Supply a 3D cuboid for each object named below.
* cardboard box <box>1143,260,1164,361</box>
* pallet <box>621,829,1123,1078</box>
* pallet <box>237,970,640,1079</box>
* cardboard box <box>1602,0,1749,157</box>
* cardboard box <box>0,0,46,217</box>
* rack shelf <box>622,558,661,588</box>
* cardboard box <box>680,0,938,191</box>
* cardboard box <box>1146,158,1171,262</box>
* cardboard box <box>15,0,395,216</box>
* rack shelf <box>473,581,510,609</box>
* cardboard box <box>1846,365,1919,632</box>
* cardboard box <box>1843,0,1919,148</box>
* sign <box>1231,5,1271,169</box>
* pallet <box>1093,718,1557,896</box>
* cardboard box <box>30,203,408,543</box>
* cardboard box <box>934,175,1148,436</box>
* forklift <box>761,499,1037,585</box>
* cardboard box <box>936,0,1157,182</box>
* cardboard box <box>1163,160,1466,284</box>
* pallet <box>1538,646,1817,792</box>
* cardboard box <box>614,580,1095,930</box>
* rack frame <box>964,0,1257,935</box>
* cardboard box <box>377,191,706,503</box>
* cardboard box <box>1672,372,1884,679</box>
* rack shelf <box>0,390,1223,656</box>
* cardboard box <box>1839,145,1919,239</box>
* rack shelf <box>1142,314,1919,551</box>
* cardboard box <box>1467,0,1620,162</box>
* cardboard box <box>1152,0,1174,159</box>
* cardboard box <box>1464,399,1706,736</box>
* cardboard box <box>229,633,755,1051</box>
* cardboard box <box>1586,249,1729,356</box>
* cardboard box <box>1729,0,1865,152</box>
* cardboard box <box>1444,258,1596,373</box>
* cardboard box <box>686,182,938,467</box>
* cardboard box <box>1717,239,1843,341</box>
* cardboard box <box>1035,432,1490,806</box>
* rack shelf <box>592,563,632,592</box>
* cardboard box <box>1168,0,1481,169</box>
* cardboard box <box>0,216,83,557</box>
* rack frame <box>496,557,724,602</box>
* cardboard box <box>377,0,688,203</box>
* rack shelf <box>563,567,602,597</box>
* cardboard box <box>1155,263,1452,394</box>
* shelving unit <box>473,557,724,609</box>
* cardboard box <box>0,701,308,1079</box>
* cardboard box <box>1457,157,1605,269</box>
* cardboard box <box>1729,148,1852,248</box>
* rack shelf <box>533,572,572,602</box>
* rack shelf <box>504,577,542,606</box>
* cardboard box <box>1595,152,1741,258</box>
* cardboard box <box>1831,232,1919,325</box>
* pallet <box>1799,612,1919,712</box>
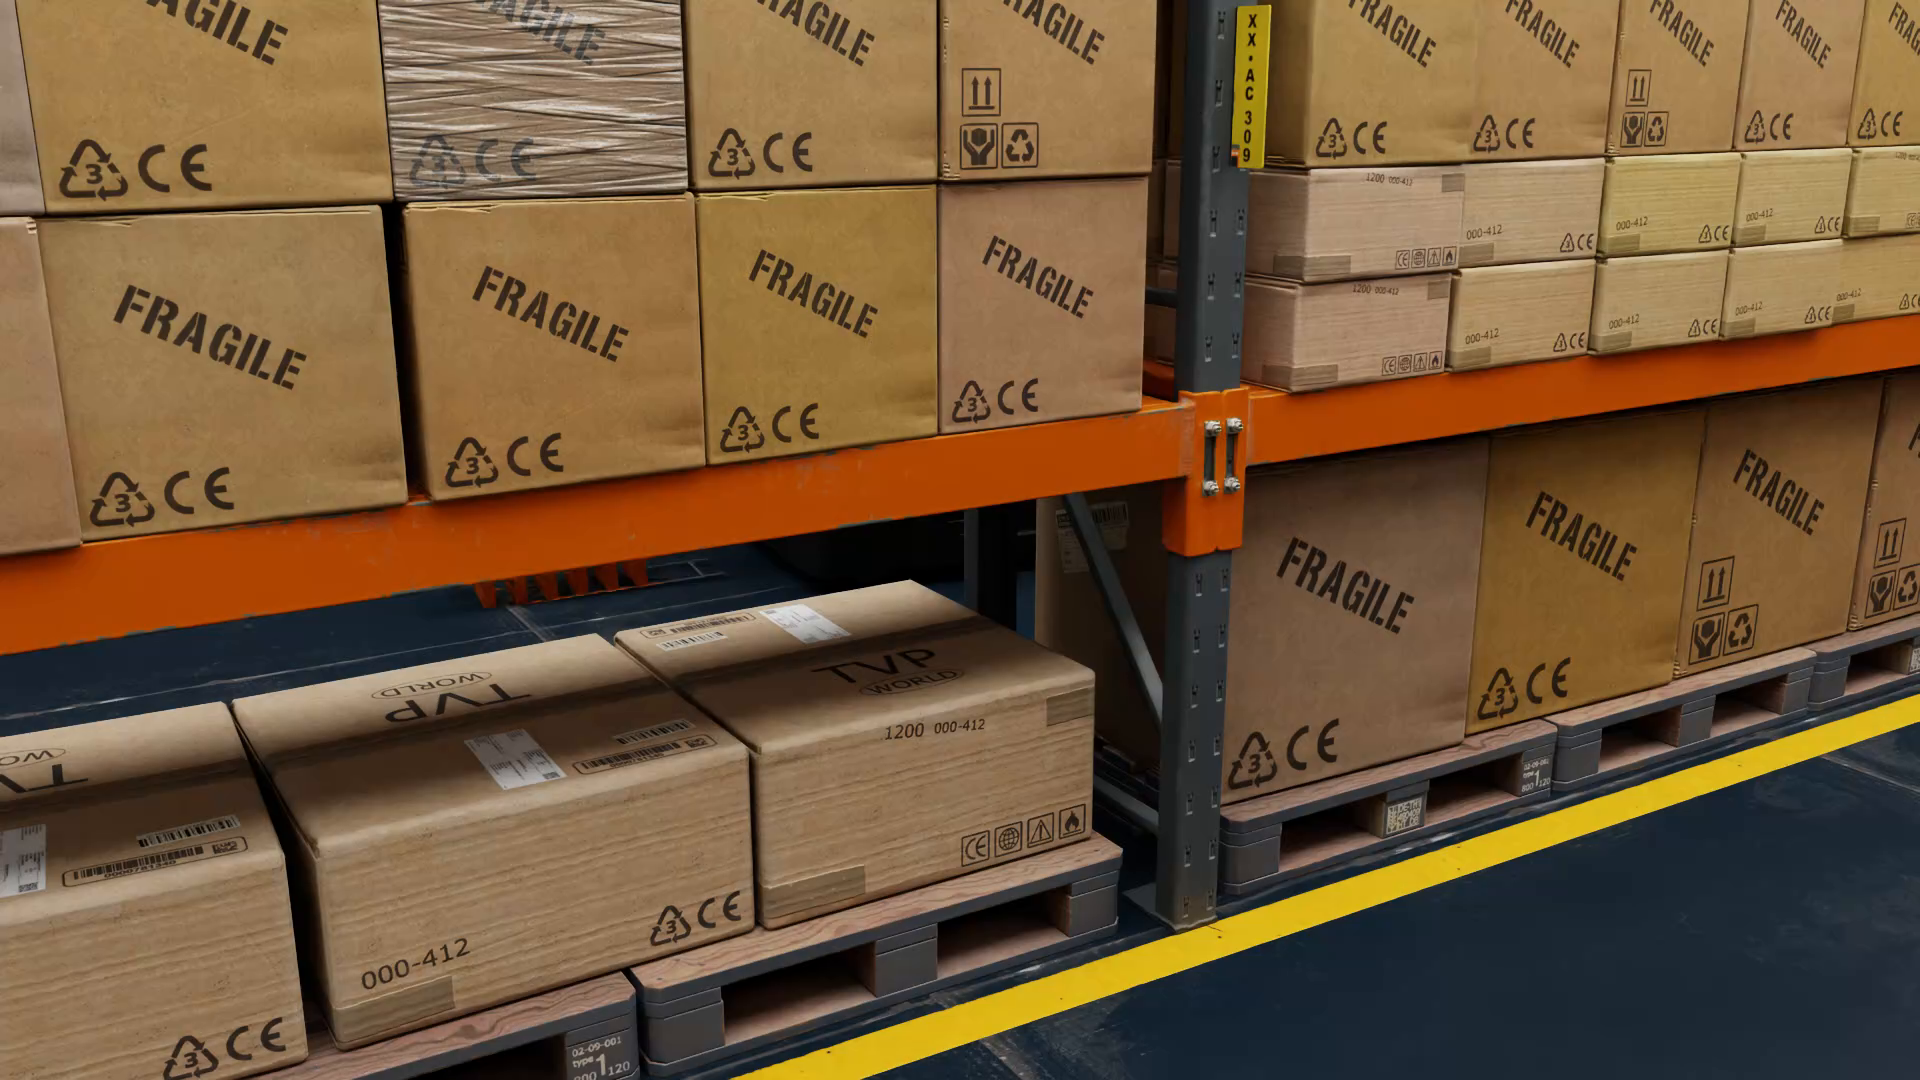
[{"bbox_3d":[0.573,-0.664,4.498,0.500,0.250,0.500,-10,18,-31],"label":"cardboard box"},{"bbox_3d":[-0.374,0.815,4.112,1.213,0.211,1.003,-9,18,-30],"label":"pallet"},{"bbox_3d":[-1.421,0.986,3.503,1.213,0.211,1.003,-9,18,-30],"label":"pallet"},{"bbox_3d":[1.696,-1.286,4.402,0.500,0.500,0.500,-10,18,-31],"label":"cardboard box"},{"bbox_3d":[-1.676,-0.737,2.442,0.500,0.500,0.500,-9,18,-30],"label":"cardboard box"},{"bbox_3d":[-1.309,0.066,6.785,0.103,0.180,0.258,-9,19,-24],"label":"rack shelf"},{"bbox_3d":[-0.383,-0.947,3.192,0.500,0.500,0.500,-10,18,-31],"label":"cardboard box"},{"bbox_3d":[0.571,-0.901,4.420,0.500,0.250,0.500,-9,18,-30],"label":"cardboard box"},{"bbox_3d":[-1.249,-0.806,2.690,0.500,0.500,0.500,-9,18,-29],"label":"cardboard box"},{"bbox_3d":[-1.853,0.151,6.546,0.103,0.180,0.258,-9,19,-24],"label":"rack shelf"},{"bbox_3d":[3.112,-0.274,5.987,0.875,0.875,0.875,-9,18,-30],"label":"cardboard box"},{"bbox_3d":[2.574,-1.428,4.908,0.500,0.500,0.500,-9,18,-30],"label":"cardboard box"},{"bbox_3d":[0.605,-0.942,3.463,0.005,0.325,0.100,-9,18,-30],"label":"sign"},{"bbox_3d":[0.941,0.603,4.869,1.213,0.211,1.003,-9,18,-30],"label":"pallet"},{"bbox_3d":[-1.266,-0.325,2.825,0.500,0.500,0.500,-9,18,-28],"label":"cardboard box"},{"bbox_3d":[0.052,-0.540,3.593,0.500,0.500,0.500,-9,18,-29],"label":"cardboard box"},{"bbox_3d":[0.562,-1.484,7.274,3.031,2.935,1.130,-7,17,-25],"label":"forklift"},{"bbox_3d":[0.056,-1.015,3.437,0.500,0.500,0.500,-9,18,-30],"label":"cardboard box"},{"bbox_3d":[0.840,-0.780,3.986,0.500,0.250,0.500,-10,18,-31],"label":"cardboard box"},{"bbox_3d":[1.987,0.432,5.478,1.213,0.211,1.003,-9,18,-30],"label":"pallet"},{"bbox_3d":[-0.276,0.479,4.114,0.875,0.438,0.875,-10,18,-31],"label":"cardboard box"},{"bbox_3d":[0.318,-0.615,4.048,0.127,3.000,1.000,-9,18,-30],"label":"rack frame"},{"bbox_3d":[-0.810,-0.394,3.072,0.500,0.500,0.500,-10,18,-31],"label":"cardboard box"},{"bbox_3d":[2.345,-0.151,5.549,0.875,0.875,0.875,-9,18,-29],"label":"cardboard box"},{"bbox_3d":[-1.396,0.009,3.153,4.000,0.370,1.077,-9,18,-30],"label":"rack shelf"},{"bbox_3d":[2.596,-1.066,5.006,0.500,0.250,0.500,-10,18,-31],"label":"cardboard box"},{"bbox_3d":[2.032,-0.547,5.137,4.000,0.370,1.077,-9,18,-30],"label":"rack shelf"},{"bbox_3d":[1.265,-1.217,4.155,0.500,0.500,0.500,-9,18,-30],"label":"cardboard box"},{"bbox_3d":[0.572,-1.265,4.328,0.500,0.500,0.500,-9,18,-28],"label":"cardboard box"},{"bbox_3d":[1.578,-0.027,5.106,0.875,0.875,0.875,-9,18,-28],"label":"cardboard box"},{"bbox_3d":[-1.043,0.603,3.670,0.875,0.438,0.875,-10,18,-31],"label":"cardboard box"},{"bbox_3d":[1.721,-0.683,4.567,0.500,0.250,0.500,-9,18,-30],"label":"cardboard box"},{"bbox_3d":[2.136,-1.359,4.664,0.500,0.500,0.500,-10,18,-31],"label":"cardboard box"},{"bbox_3d":[1.274,-0.616,4.326,0.500,0.250,0.500,-10,18,-31],"label":"cardboard box"},{"bbox_3d":[-0.386,-0.467,3.334,0.500,0.500,0.500,-10,18,-31],"label":"cardboard box"},{"bbox_3d":[2.155,-0.750,4.807,0.500,0.250,0.500,-10,18,-31],"label":"cardboard box"},{"bbox_3d":[0.808,0.101,4.651,0.875,0.875,0.875,-9,18,-28],"label":"cardboard box"},{"bbox_3d":[-1.418,0.083,6.737,0.103,0.180,0.258,-9,19,-24],"label":"rack shelf"},{"bbox_3d":[0.843,-1.140,3.880,0.500,0.500,0.500,-9,18,-29],"label":"cardboard box"},{"bbox_3d":[-1.687,-0.251,2.563,0.500,0.500,0.500,-9,18,-30],"label":"cardboard box"},{"bbox_3d":[-1.565,0.194,6.699,1.200,0.006,0.240,-9,19,-24],"label":"rack frame"},{"bbox_3d":[-0.815,-0.874,2.932,0.500,0.500,0.500,-9,18,-29],"label":"cardboard box"},{"bbox_3d":[-1.527,0.100,6.690,0.103,0.180,0.258,-9,19,-24],"label":"rack shelf"},{"bbox_3d":[0.831,-0.543,4.068,0.500,0.250,0.500,-10,18,-31],"label":"cardboard box"},{"bbox_3d":[-1.567,0.107,6.672,1.200,0.189,0.258,-9,19,-24],"label":"shelving unit"},{"bbox_3d":[-1.816,0.728,3.224,0.875,0.438,0.875,-9,18,-28],"label":"cardboard box"},{"bbox_3d":[1.273,-0.859,4.268,0.500,0.250,0.500,-9,18,-29],"label":"cardboard box"},{"bbox_3d":[2.151,-0.994,4.748,0.500,0.250,0.500,-10,18,-31],"label":"cardboard box"},{"bbox_3d":[-1.635,0.117,6.642,0.103,0.180,0.258,-9,19,-24],"label":"rack shelf"},{"bbox_3d":[-1.744,0.134,6.594,0.103,0.180,0.258,-9,19,-24],"label":"rack shelf"},{"bbox_3d":[1.719,-0.923,4.496,0.500,0.250,0.500,-9,18,-29],"label":"cardboard box"},{"bbox_3d":[2.577,-0.828,5.084,0.500,0.250,0.500,-9,18,-30],"label":"cardboard box"},{"bbox_3d":[3.032,0.263,6.079,1.213,0.211,1.003,-9,18,-30],"label":"pallet"}]
